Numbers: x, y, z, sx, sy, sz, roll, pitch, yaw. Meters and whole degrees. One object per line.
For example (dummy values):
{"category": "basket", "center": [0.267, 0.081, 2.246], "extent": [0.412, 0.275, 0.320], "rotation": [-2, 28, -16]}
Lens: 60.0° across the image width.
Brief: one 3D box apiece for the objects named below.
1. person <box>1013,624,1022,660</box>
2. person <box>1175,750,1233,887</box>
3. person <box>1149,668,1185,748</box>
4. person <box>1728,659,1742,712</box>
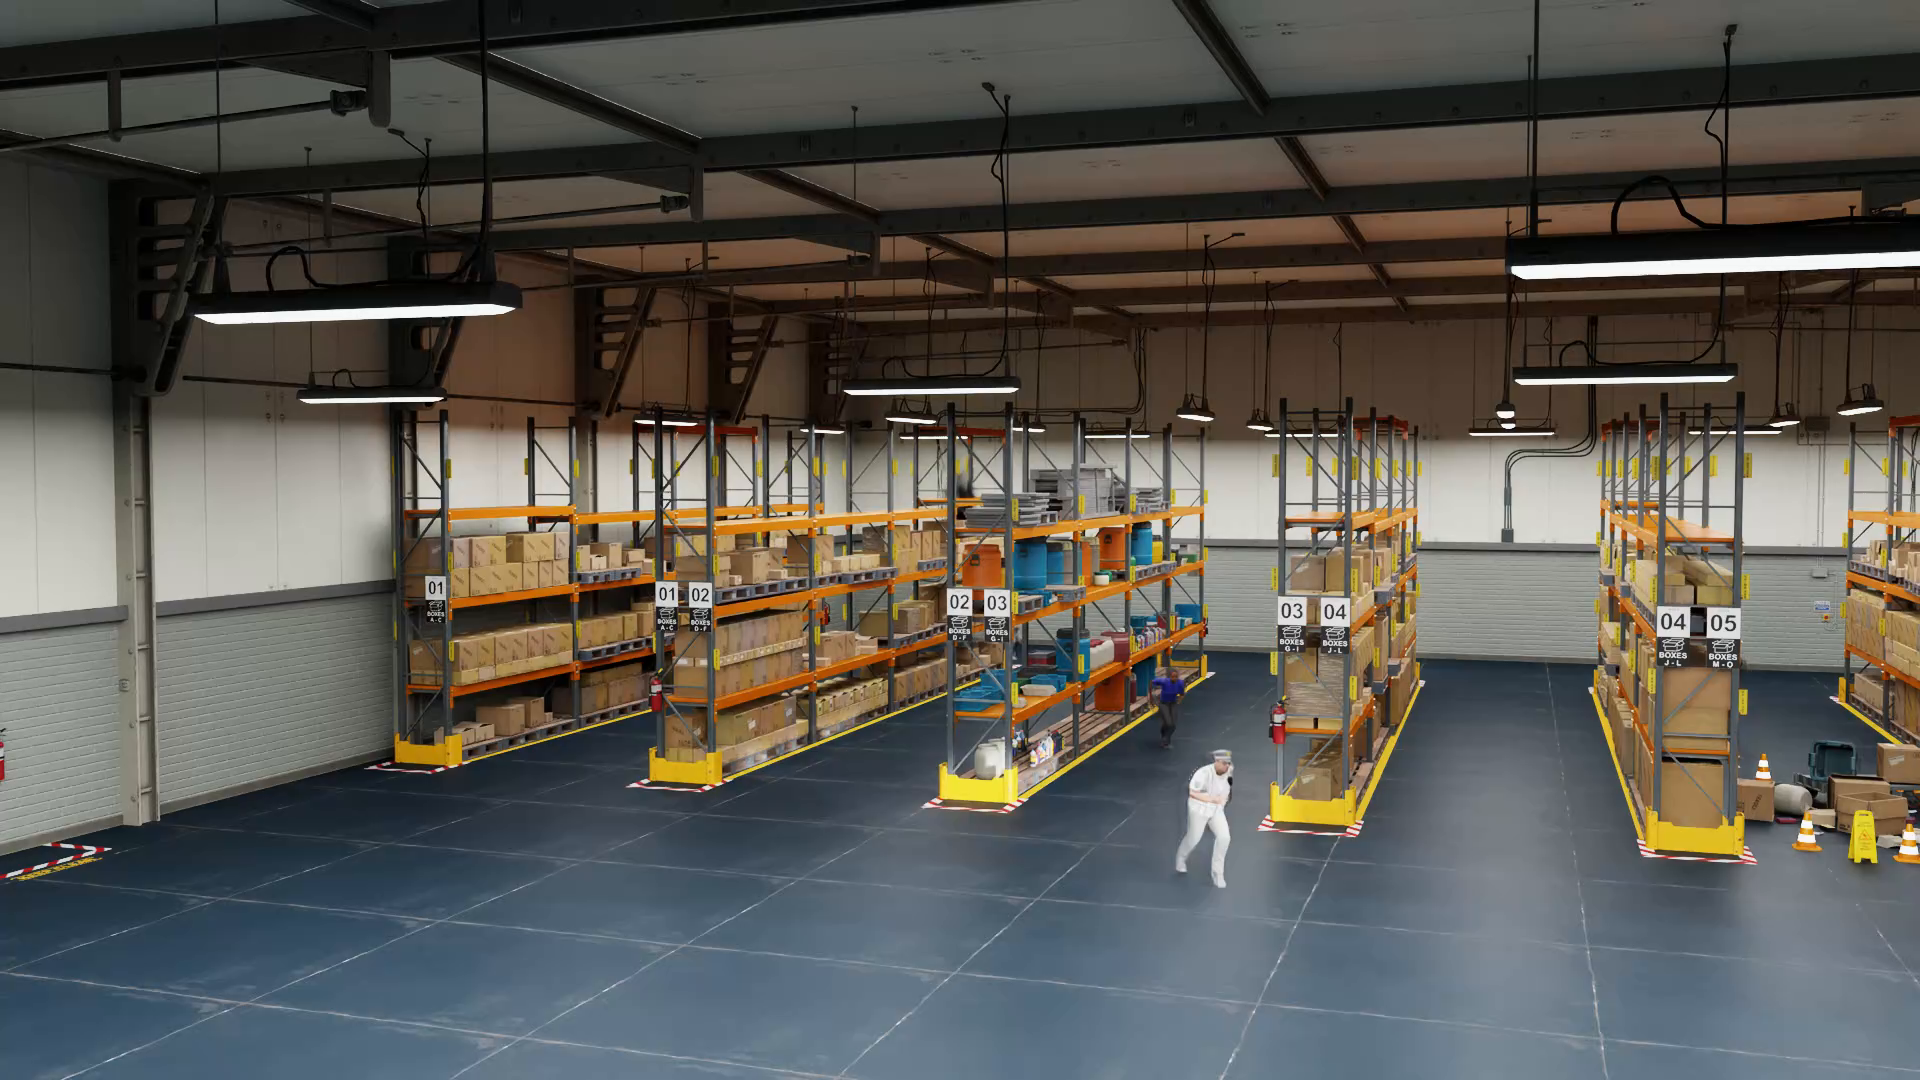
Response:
{"category": "person", "center": [1.401, 2.268, 43.610], "extent": [0.648, 1.741, 0.606], "rotation": [-2, 3, -41]}
{"category": "person", "center": [2.972, 3.343, 20.204], "extent": [0.707, 1.718, 1.017], "rotation": [-1, 3, -28]}
{"category": "person", "center": [3.676, 2.994, 29.548], "extent": [0.602, 1.487, 0.832], "rotation": [-1, 2, -12]}
{"category": "person", "center": [14.790, 2.763, 32.280], "extent": [0.714, 1.778, 1.102], "rotation": [1, 3, 21]}
